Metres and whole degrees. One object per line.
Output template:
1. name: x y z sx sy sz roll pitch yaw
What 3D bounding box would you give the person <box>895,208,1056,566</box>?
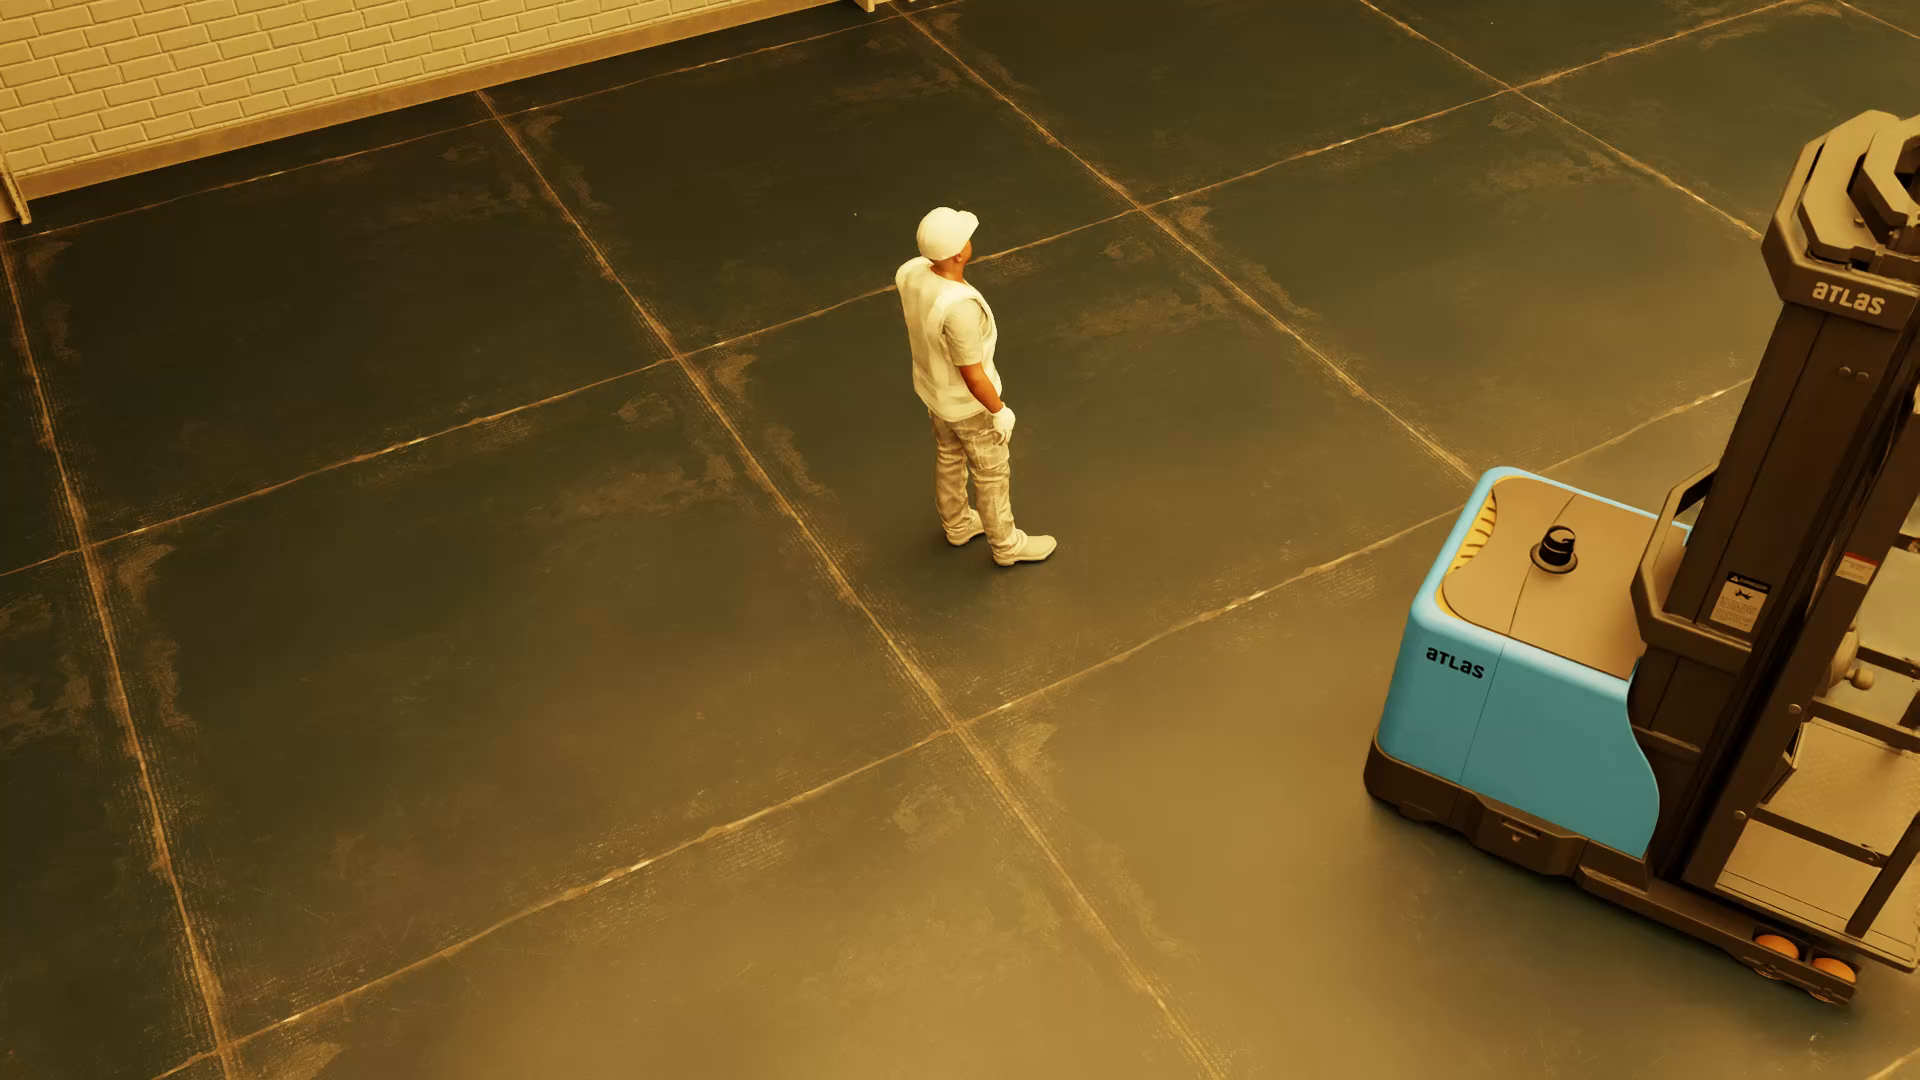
1. person: 0.067 -0.679 7.264 0.575 1.784 0.656 -21 47 -21

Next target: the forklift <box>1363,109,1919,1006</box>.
1. forklift: 3.160 0.187 5.496 3.031 2.935 1.130 22 47 22
